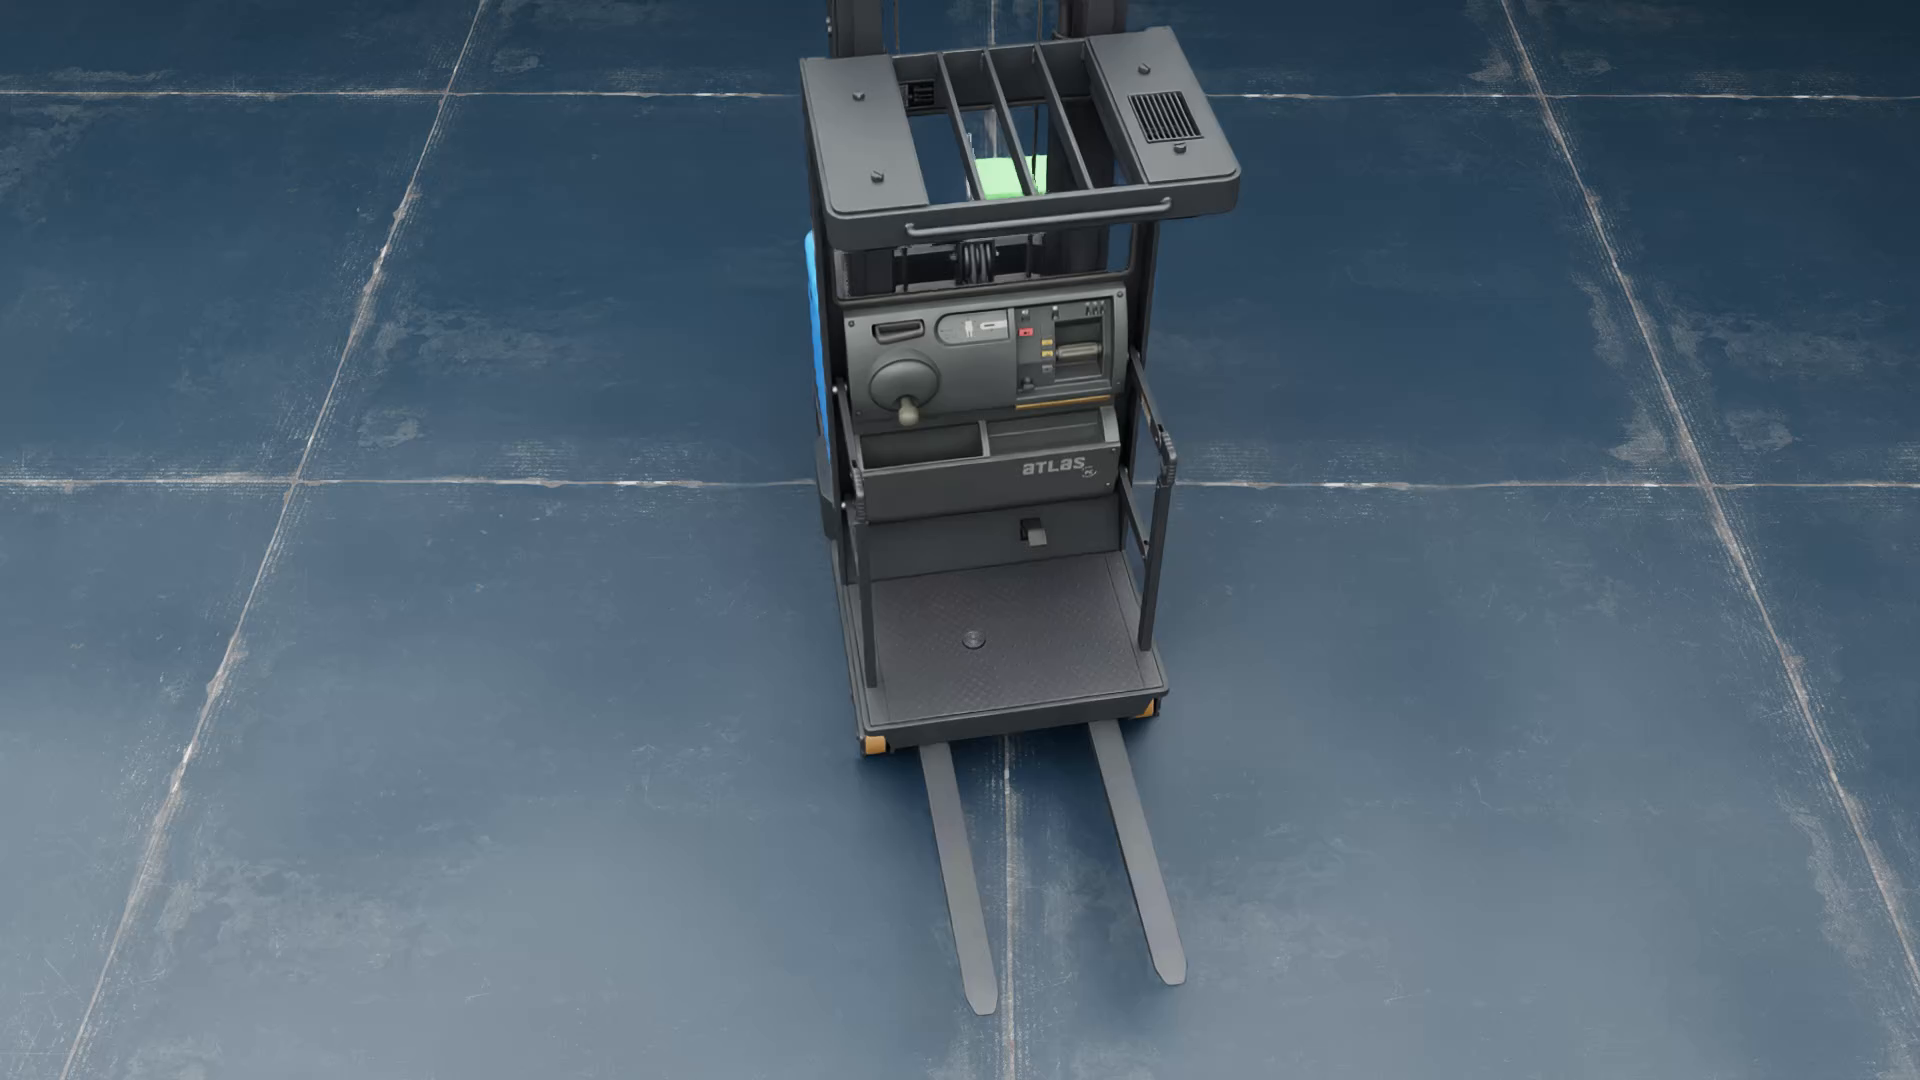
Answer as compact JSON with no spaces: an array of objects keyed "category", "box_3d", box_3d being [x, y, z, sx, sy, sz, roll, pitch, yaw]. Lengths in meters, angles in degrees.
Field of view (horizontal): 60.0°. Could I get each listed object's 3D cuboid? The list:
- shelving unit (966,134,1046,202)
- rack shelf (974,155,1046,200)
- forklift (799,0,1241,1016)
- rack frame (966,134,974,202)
[{"category":"shelving unit","box_3d":[0.289,-1.160,7.091,0.503,1.200,0.258,-4,47,-4]},{"category":"rack shelf","box_3d":[0.289,-1.444,6.786,0.480,0.148,0.258,-4,47,-4]},{"category":"forklift","box_3d":[0.129,-0.505,5.299,1.130,2.935,3.031,-7,47,-7]},{"category":"rack frame","box_3d":[0.046,-1.143,7.075,0.015,1.200,0.240,-4,47,-4]}]
